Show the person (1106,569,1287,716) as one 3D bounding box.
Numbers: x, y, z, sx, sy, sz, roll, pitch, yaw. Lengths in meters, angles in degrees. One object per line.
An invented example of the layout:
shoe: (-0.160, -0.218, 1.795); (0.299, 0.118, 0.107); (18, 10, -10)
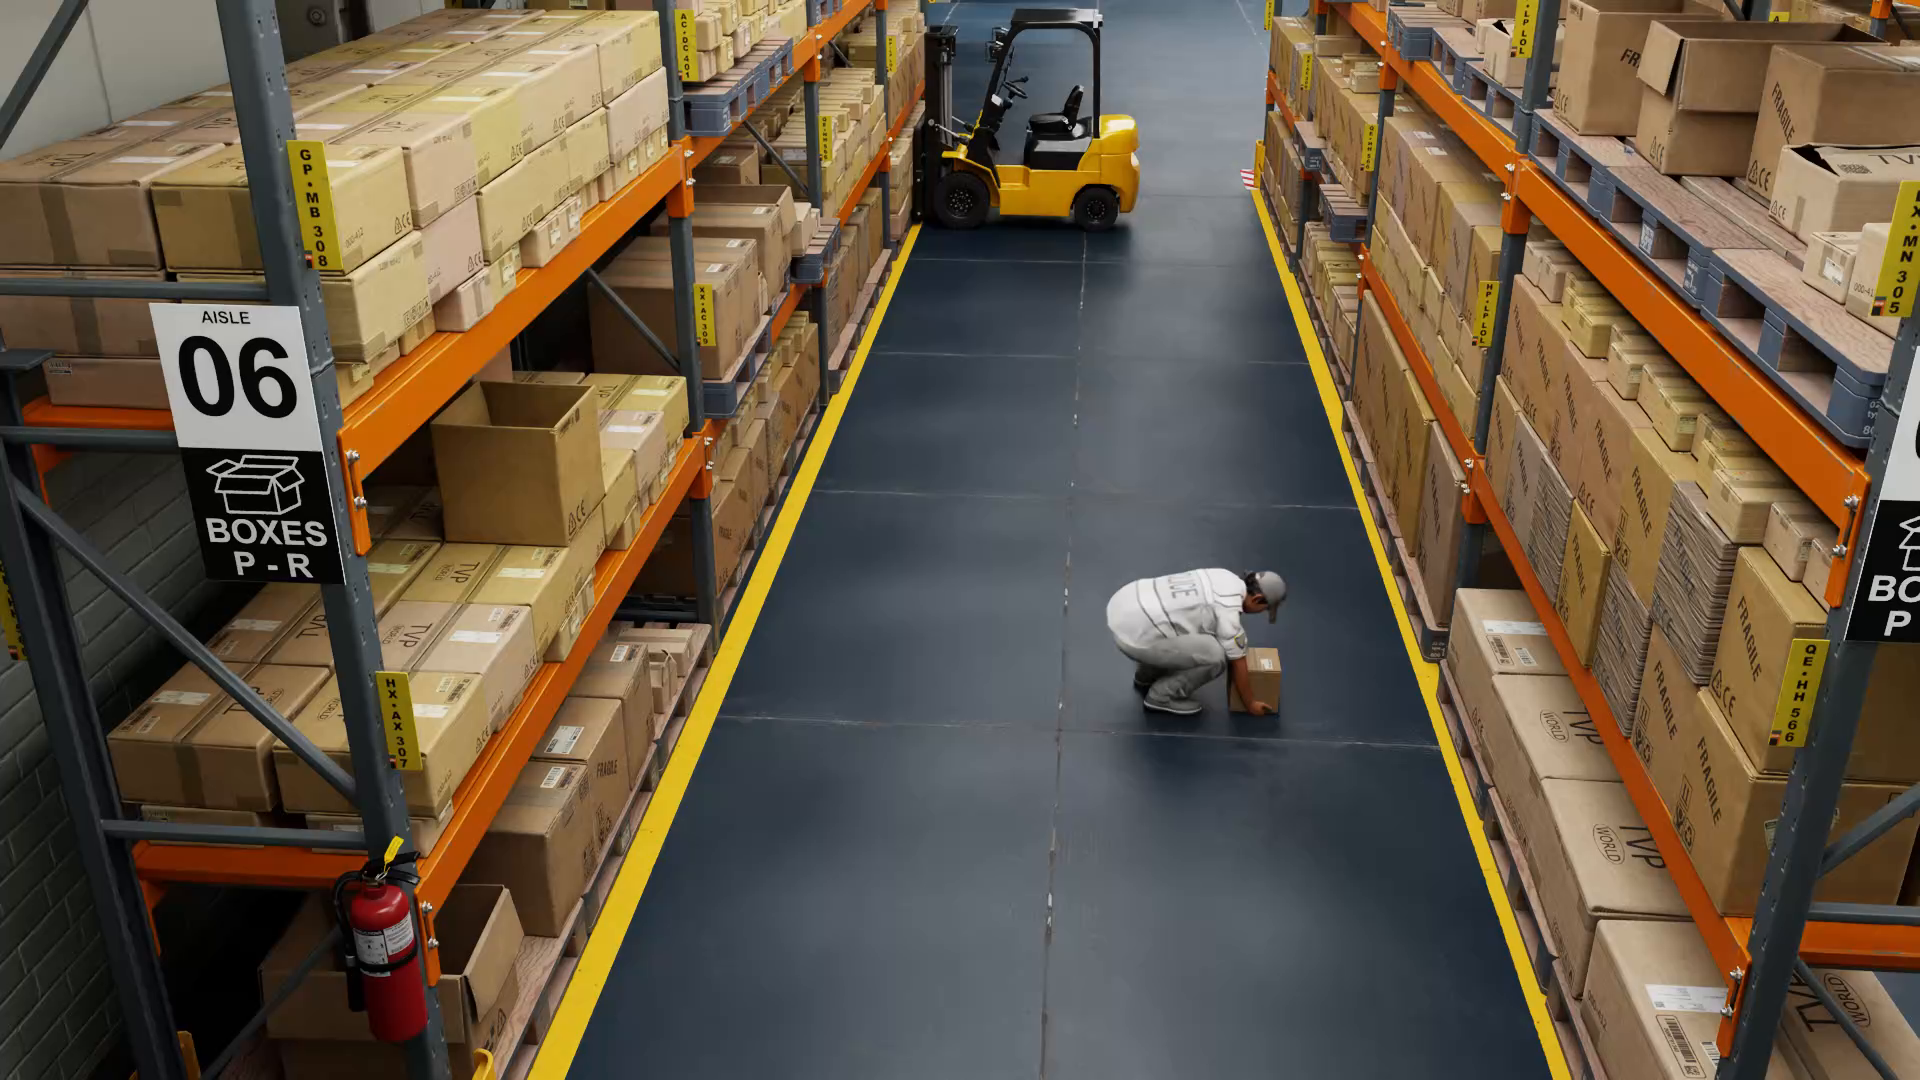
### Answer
person: (1.218, 0.515, 8.643); (0.918, 0.774, 0.507); (1, 25, 3)
